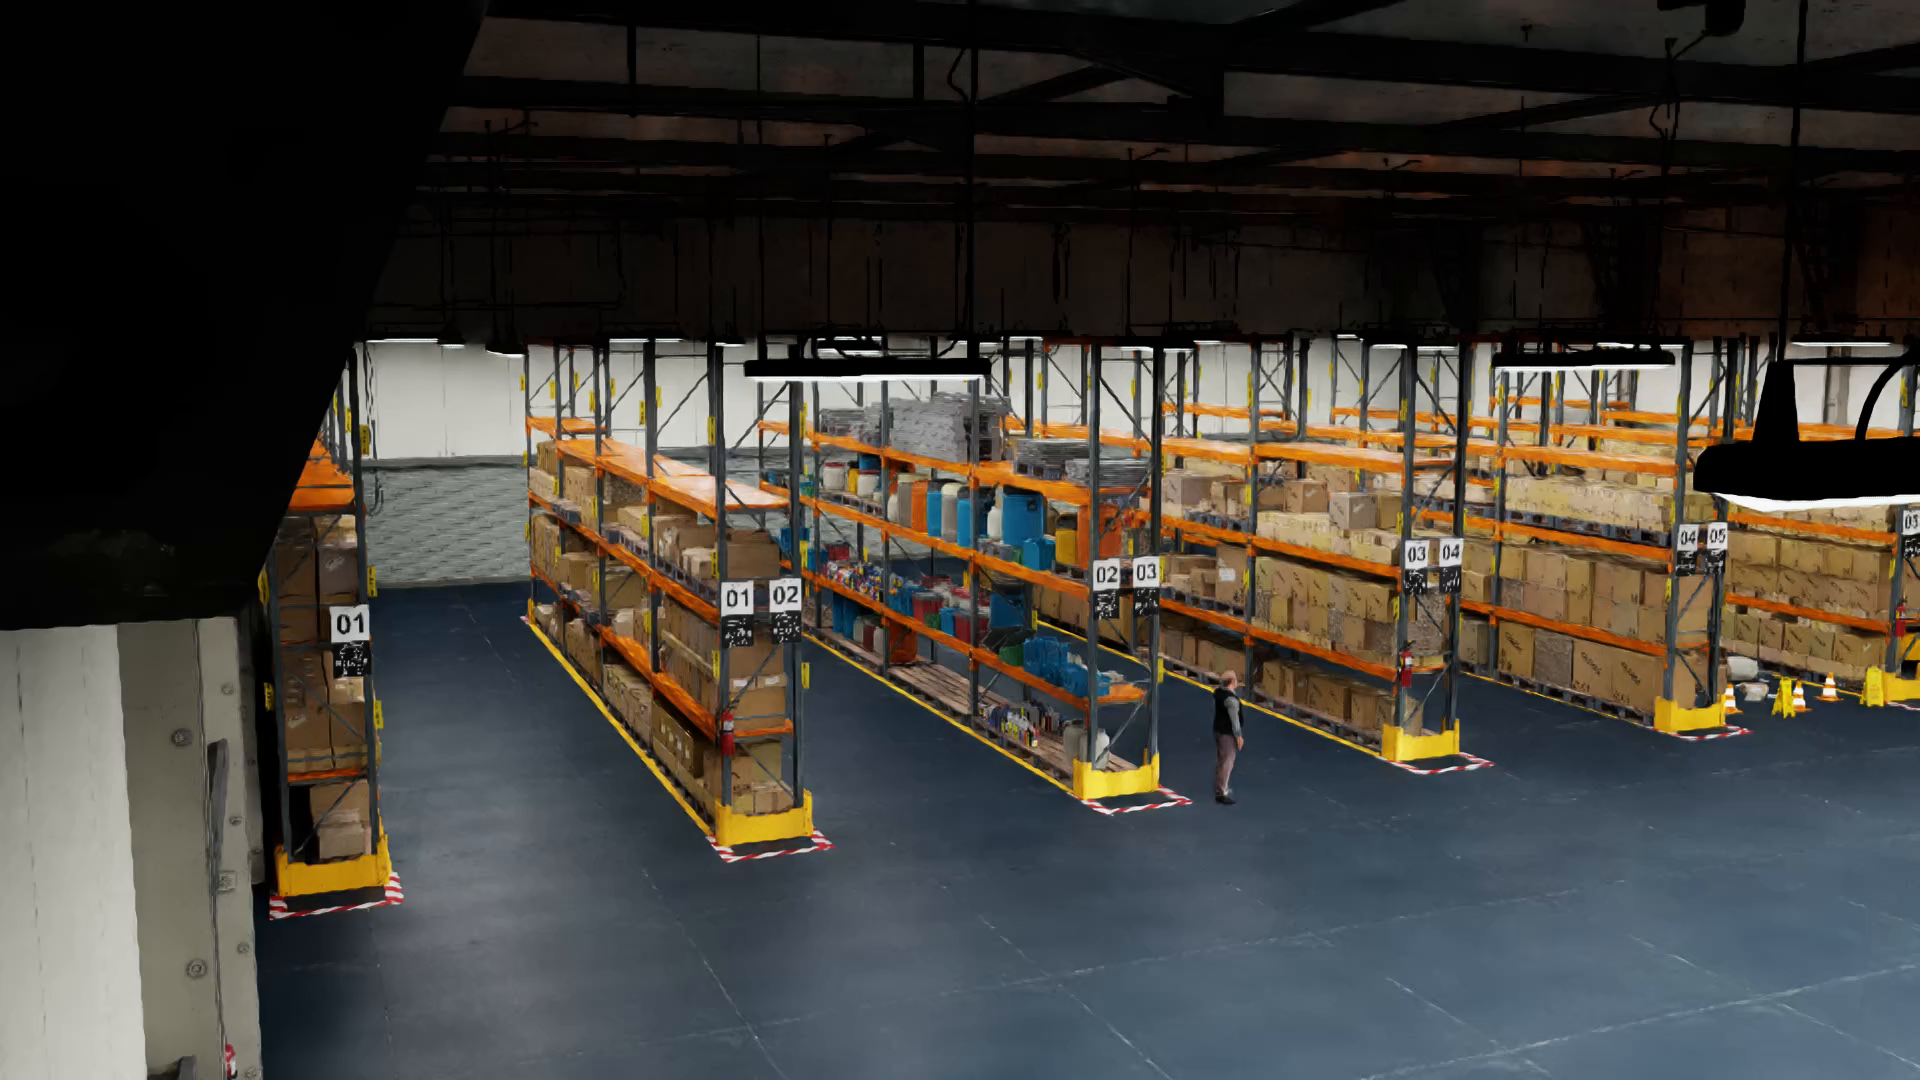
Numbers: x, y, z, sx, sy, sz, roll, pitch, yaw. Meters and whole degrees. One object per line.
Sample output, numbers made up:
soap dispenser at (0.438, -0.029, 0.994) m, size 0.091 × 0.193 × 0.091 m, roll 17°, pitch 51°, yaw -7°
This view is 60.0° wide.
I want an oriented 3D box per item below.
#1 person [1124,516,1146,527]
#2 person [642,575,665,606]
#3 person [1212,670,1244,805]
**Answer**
person at (4.377, -0.008, 41.374) m, size 0.638 × 1.756 × 0.521 m, roll 5°, pitch 9°, yaw 32°
person at (-6.049, 1.169, 32.822) m, size 0.458 × 1.612 × 1.018 m, roll -3°, pitch 8°, yaw -23°
person at (3.517, 2.560, 21.885) m, size 0.385 × 1.727 × 0.687 m, roll -2°, pitch 8°, yaw -12°
